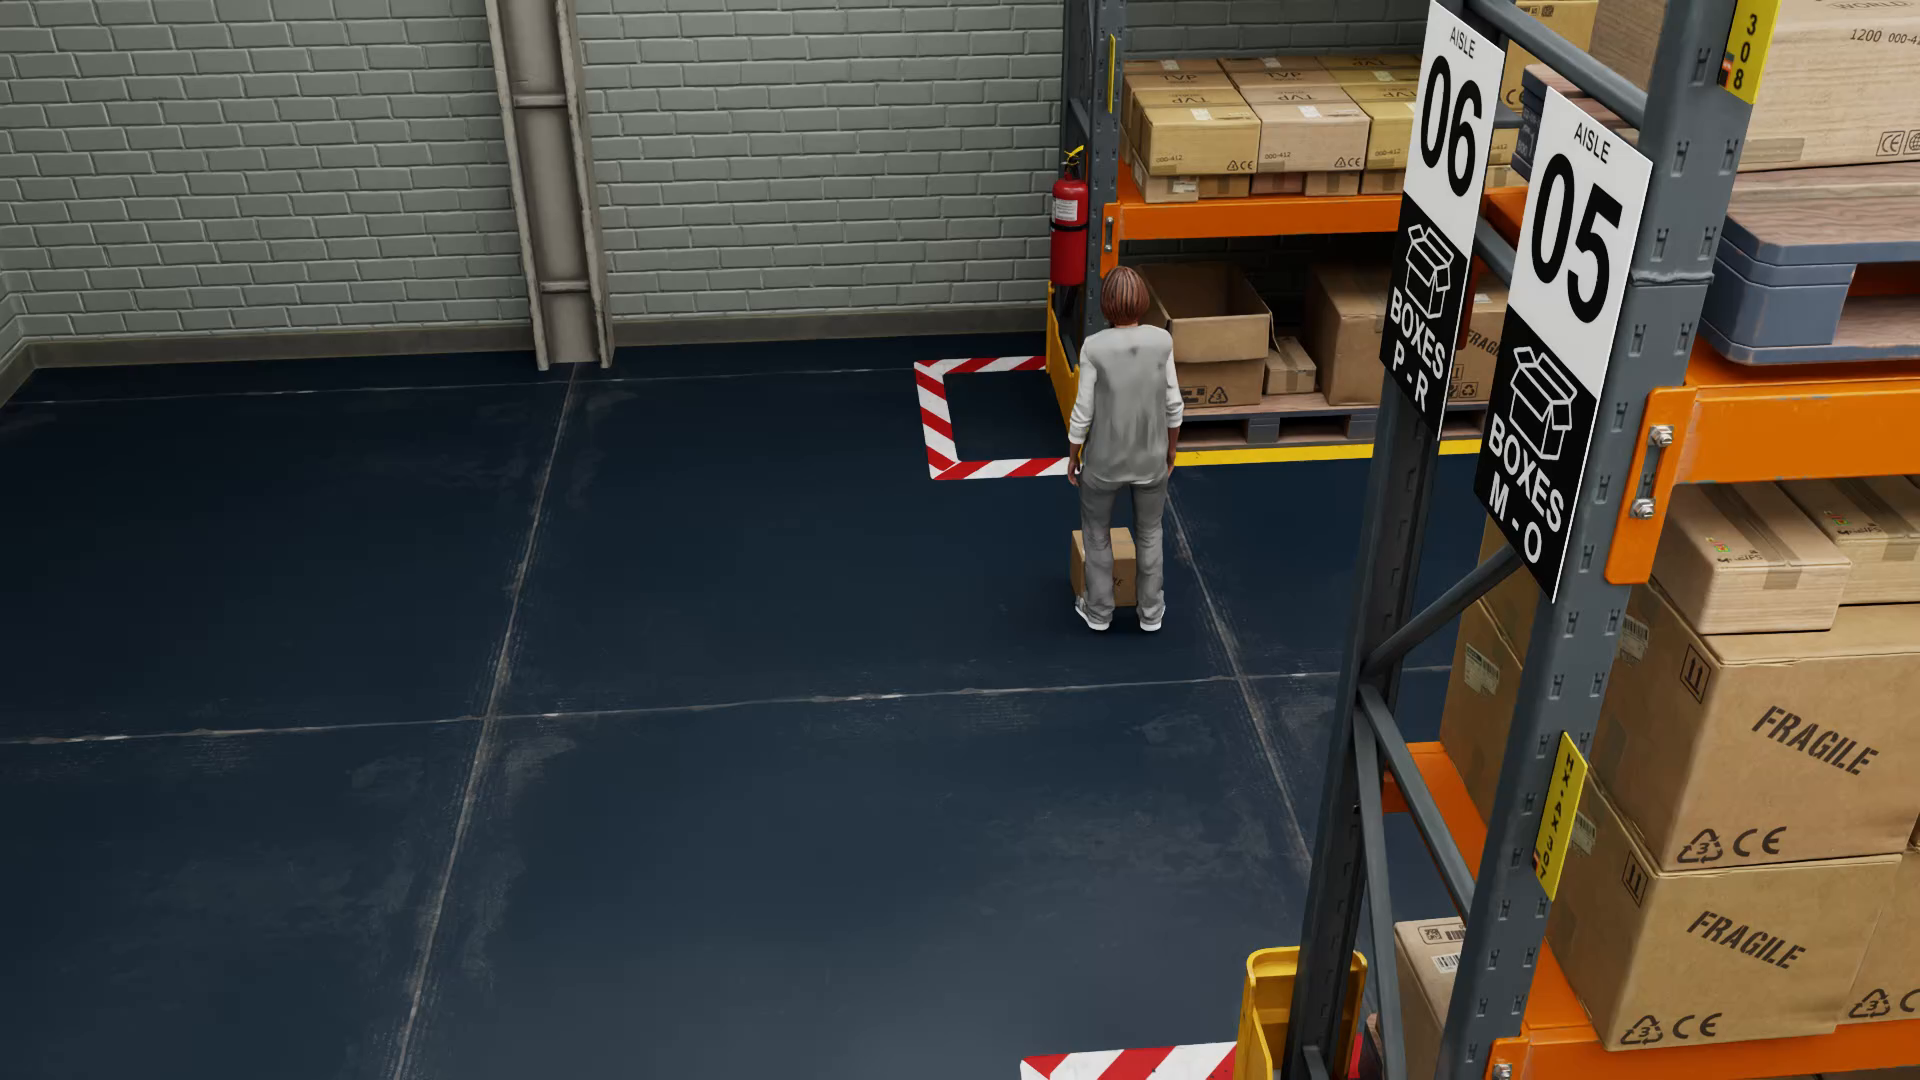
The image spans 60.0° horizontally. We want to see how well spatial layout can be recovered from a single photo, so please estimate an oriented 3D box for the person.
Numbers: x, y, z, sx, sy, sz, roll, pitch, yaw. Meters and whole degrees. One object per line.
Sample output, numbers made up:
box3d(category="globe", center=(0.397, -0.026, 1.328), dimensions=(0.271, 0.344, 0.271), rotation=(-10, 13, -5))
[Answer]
box3d(category="person", center=(0.656, -0.329, 6.682), dimensions=(0.477, 1.592, 0.377), rotation=(-5, 32, -7))
